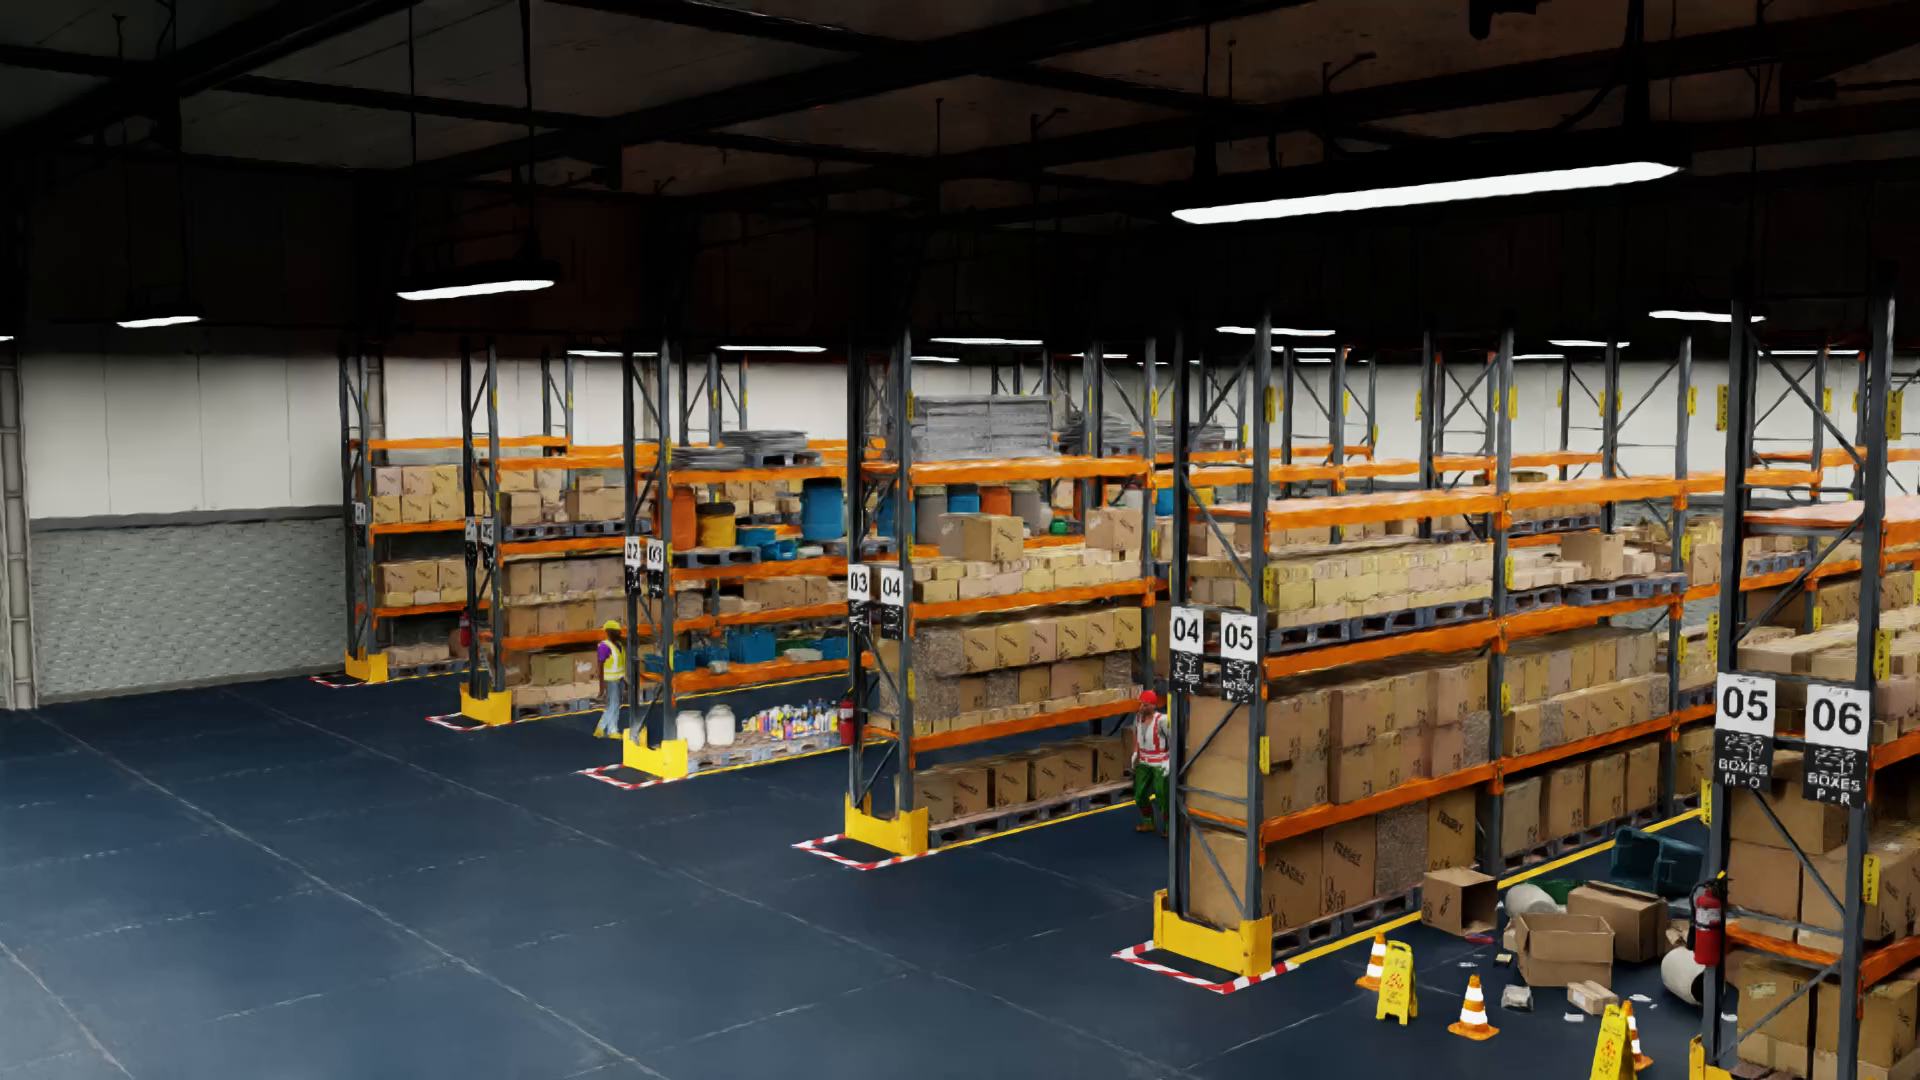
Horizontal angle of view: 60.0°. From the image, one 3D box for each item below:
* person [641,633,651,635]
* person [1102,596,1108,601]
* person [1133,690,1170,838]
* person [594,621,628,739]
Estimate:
[{"bbox_3d":[-6.020,1.531,31.563,0.546,1.631,0.729,-5,7,-42],"label":"person"},{"bbox_3d":[2.701,1.374,33.274,1.086,1.589,0.495,-4,7,-39],"label":"person"},{"bbox_3d":[2.230,2.583,19.251,0.552,1.742,0.663,-5,7,-42],"label":"person"},{"bbox_3d":[-5.166,2.077,24.650,0.456,1.762,0.606,2,5,18],"label":"person"}]
